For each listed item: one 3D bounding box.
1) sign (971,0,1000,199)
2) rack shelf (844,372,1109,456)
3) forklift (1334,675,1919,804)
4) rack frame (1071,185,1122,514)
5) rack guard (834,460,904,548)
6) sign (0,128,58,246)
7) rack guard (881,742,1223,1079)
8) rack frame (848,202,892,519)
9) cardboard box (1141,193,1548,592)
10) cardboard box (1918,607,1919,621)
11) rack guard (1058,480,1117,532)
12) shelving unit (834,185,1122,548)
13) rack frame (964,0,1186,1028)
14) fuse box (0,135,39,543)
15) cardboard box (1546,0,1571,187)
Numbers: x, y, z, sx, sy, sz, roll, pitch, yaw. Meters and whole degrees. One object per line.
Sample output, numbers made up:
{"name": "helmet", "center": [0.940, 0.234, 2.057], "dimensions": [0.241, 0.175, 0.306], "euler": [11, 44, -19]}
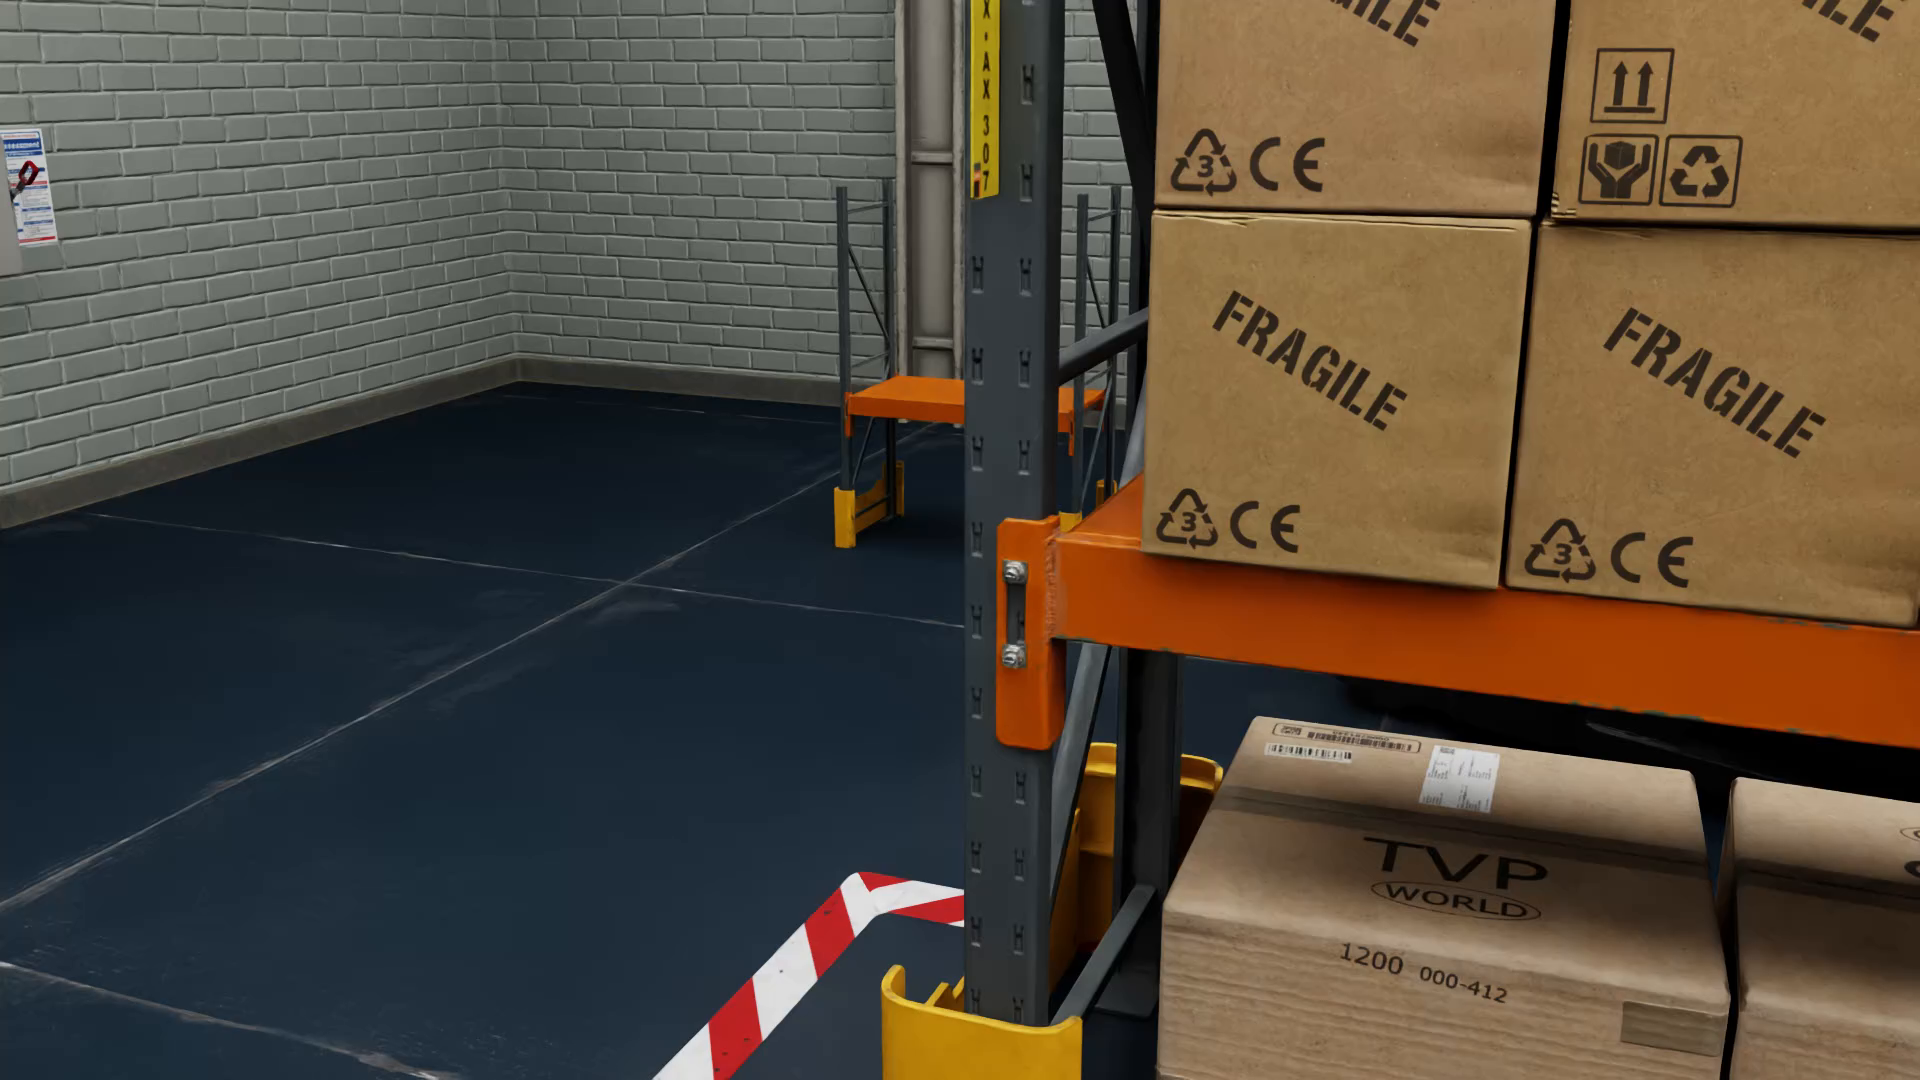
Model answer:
{"name": "sign", "center": [0.035, -0.643, 2.314], "dimensions": [0.005, 0.325, 0.100], "euler": [6, 17, 21]}
{"name": "rack shelf", "center": [0.079, -0.539, 6.985], "dimensions": [1.000, 0.185, 0.538], "euler": [6, 17, 21]}
{"name": "forklift", "center": [2.628, -0.709, 4.360], "dimensions": [3.031, 2.935, 1.130], "euler": [15, 22, 41]}
{"name": "rack frame", "center": [0.552, -0.660, 6.755], "dimensions": [0.032, 1.500, 0.500], "euler": [6, 17, 21]}
{"name": "rack guard", "center": [-0.392, -0.163, 7.287], "dimensions": [0.087, 0.250, 0.587], "euler": [6, 17, 21]}
{"name": "sign", "center": [-4.114, -1.537, 7.258], "dimensions": [0.001, 0.494, 0.329], "euler": [6, 17, 21]}
{"name": "rack guard", "center": [0.222, 0.865, 3.297], "dimensions": [0.348, 0.500, 1.175], "euler": [6, 17, 21]}
{"name": "rack frame", "center": [-0.393, -0.764, 7.115], "dimensions": [0.013, 1.308, 0.475], "euler": [6, 17, 21]}
{"name": "cardboard box", "center": [0.586, -0.257, 2.500], "dimensions": [0.500, 0.500, 0.500], "euler": [6, 17, 20]}
{"name": "cardboard box", "center": [1.533, -0.156, 2.151], "dimensions": [0.500, 0.500, 0.500], "euler": [6, 17, 20]}
{"name": "rack guard", "center": [0.534, -0.061, 6.936], "dimensions": [0.087, 0.250, 0.587], "euler": [6, 17, 21]}
{"name": "shelving unit", "center": [0.071, -0.712, 6.938], "dimensions": [1.083, 1.500, 0.587], "euler": [6, 17, 21]}
{"name": "rack frame", "center": [0.244, -0.333, 2.940], "dimensions": [0.127, 3.000, 1.000], "euler": [6, 17, 21]}
{"name": "fuse box", "center": [-4.103, -0.815, 6.911], "dimensions": [0.414, 1.711, 0.539], "euler": [6, 17, 21]}
{"name": "cardboard box", "center": [0.780, -0.873, 2.829], "dimensions": [0.500, 0.500, 0.500], "euler": [7, 18, 22]}
